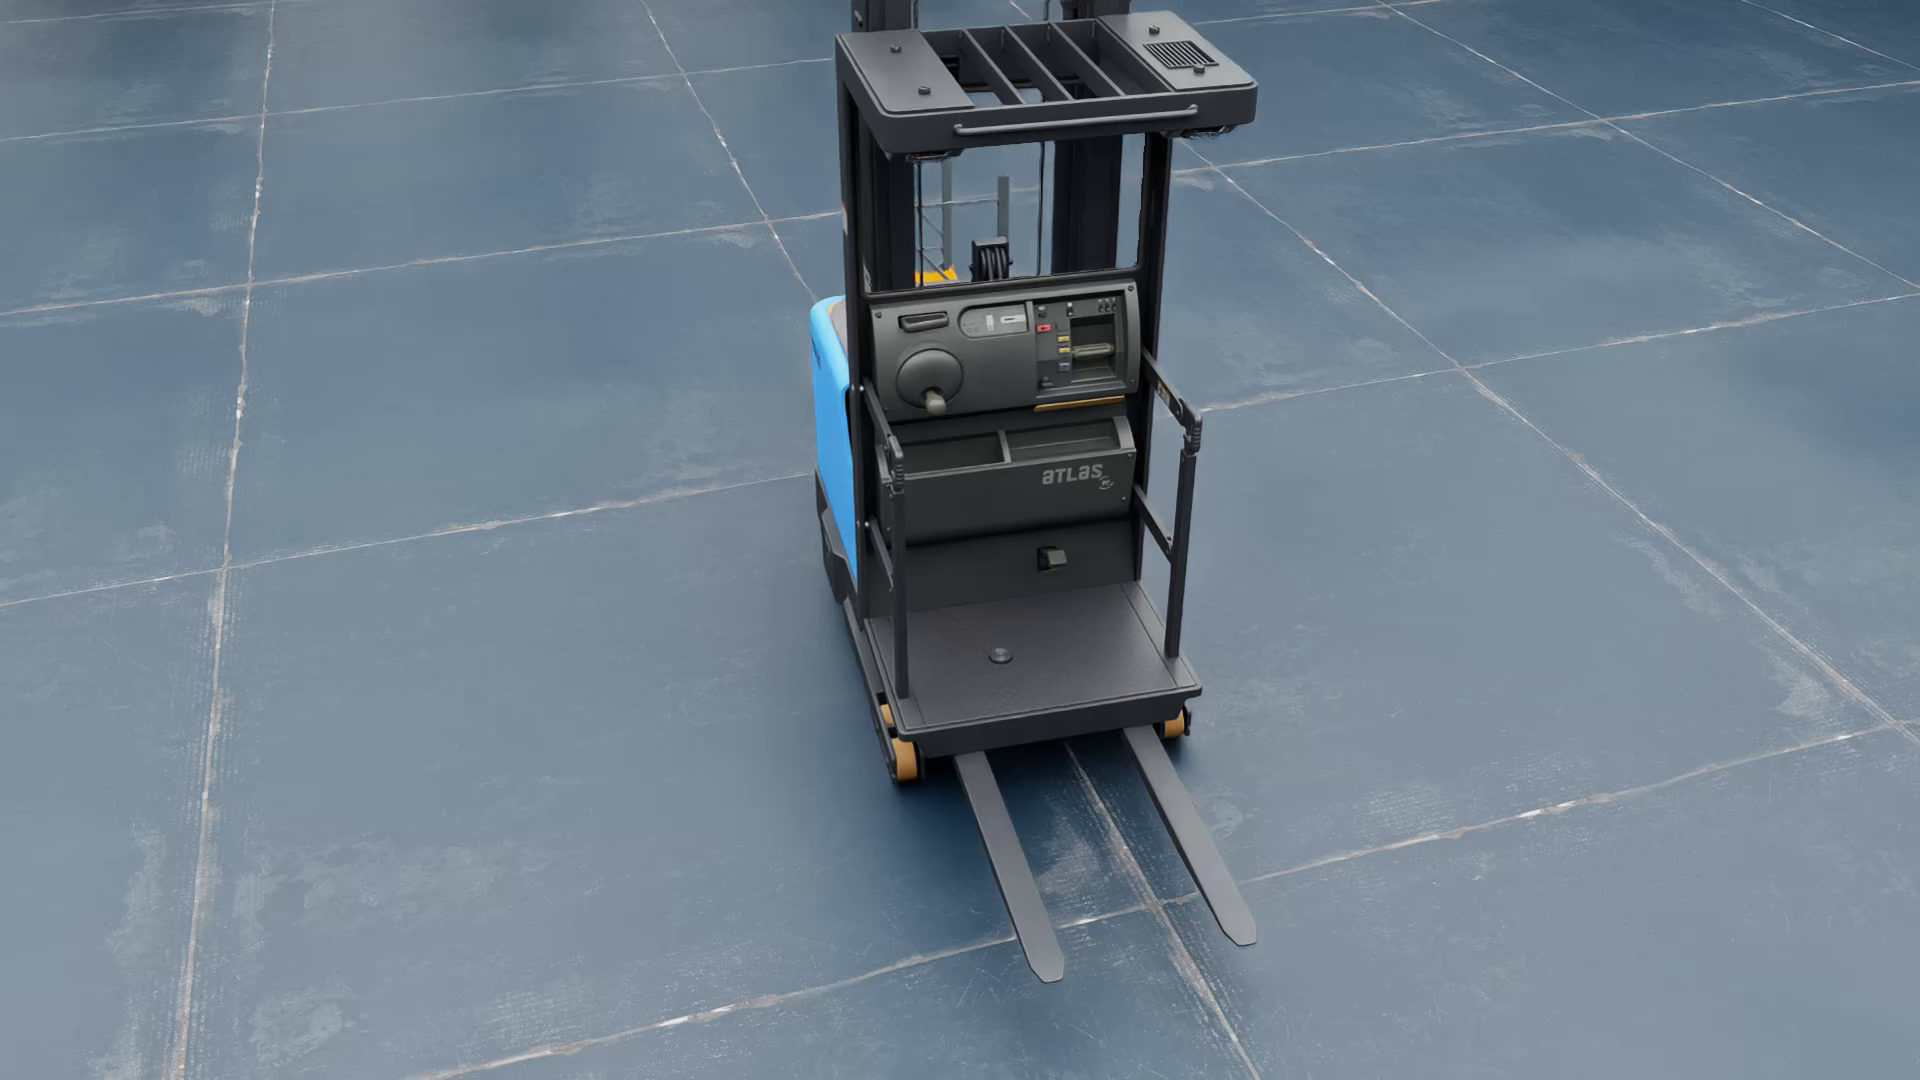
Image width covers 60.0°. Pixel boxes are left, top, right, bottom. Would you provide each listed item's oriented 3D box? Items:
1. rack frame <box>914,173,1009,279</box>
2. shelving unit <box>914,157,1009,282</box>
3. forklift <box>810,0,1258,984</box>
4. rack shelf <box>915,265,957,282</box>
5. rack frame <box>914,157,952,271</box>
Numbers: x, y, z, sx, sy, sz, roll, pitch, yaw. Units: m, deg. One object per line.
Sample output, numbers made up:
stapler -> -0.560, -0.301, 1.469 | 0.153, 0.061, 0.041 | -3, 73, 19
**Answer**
rack frame -> -0.047, -0.836, 7.155 | 0.500, 1.500, 0.032 | -8, 34, -11
shelving unit -> -0.169, -1.113, 7.574 | 0.587, 1.500, 1.083 | -8, 34, -11
forklift -> 0.216, -0.592, 5.487 | 1.130, 2.935, 3.031 | -8, 34, -11
rack shelf -> -0.167, -0.958, 7.666 | 0.538, 0.185, 1.000 | -8, 34, -11
rack frame -> -0.286, -1.381, 7.979 | 0.500, 1.500, 0.032 | -8, 34, -11
